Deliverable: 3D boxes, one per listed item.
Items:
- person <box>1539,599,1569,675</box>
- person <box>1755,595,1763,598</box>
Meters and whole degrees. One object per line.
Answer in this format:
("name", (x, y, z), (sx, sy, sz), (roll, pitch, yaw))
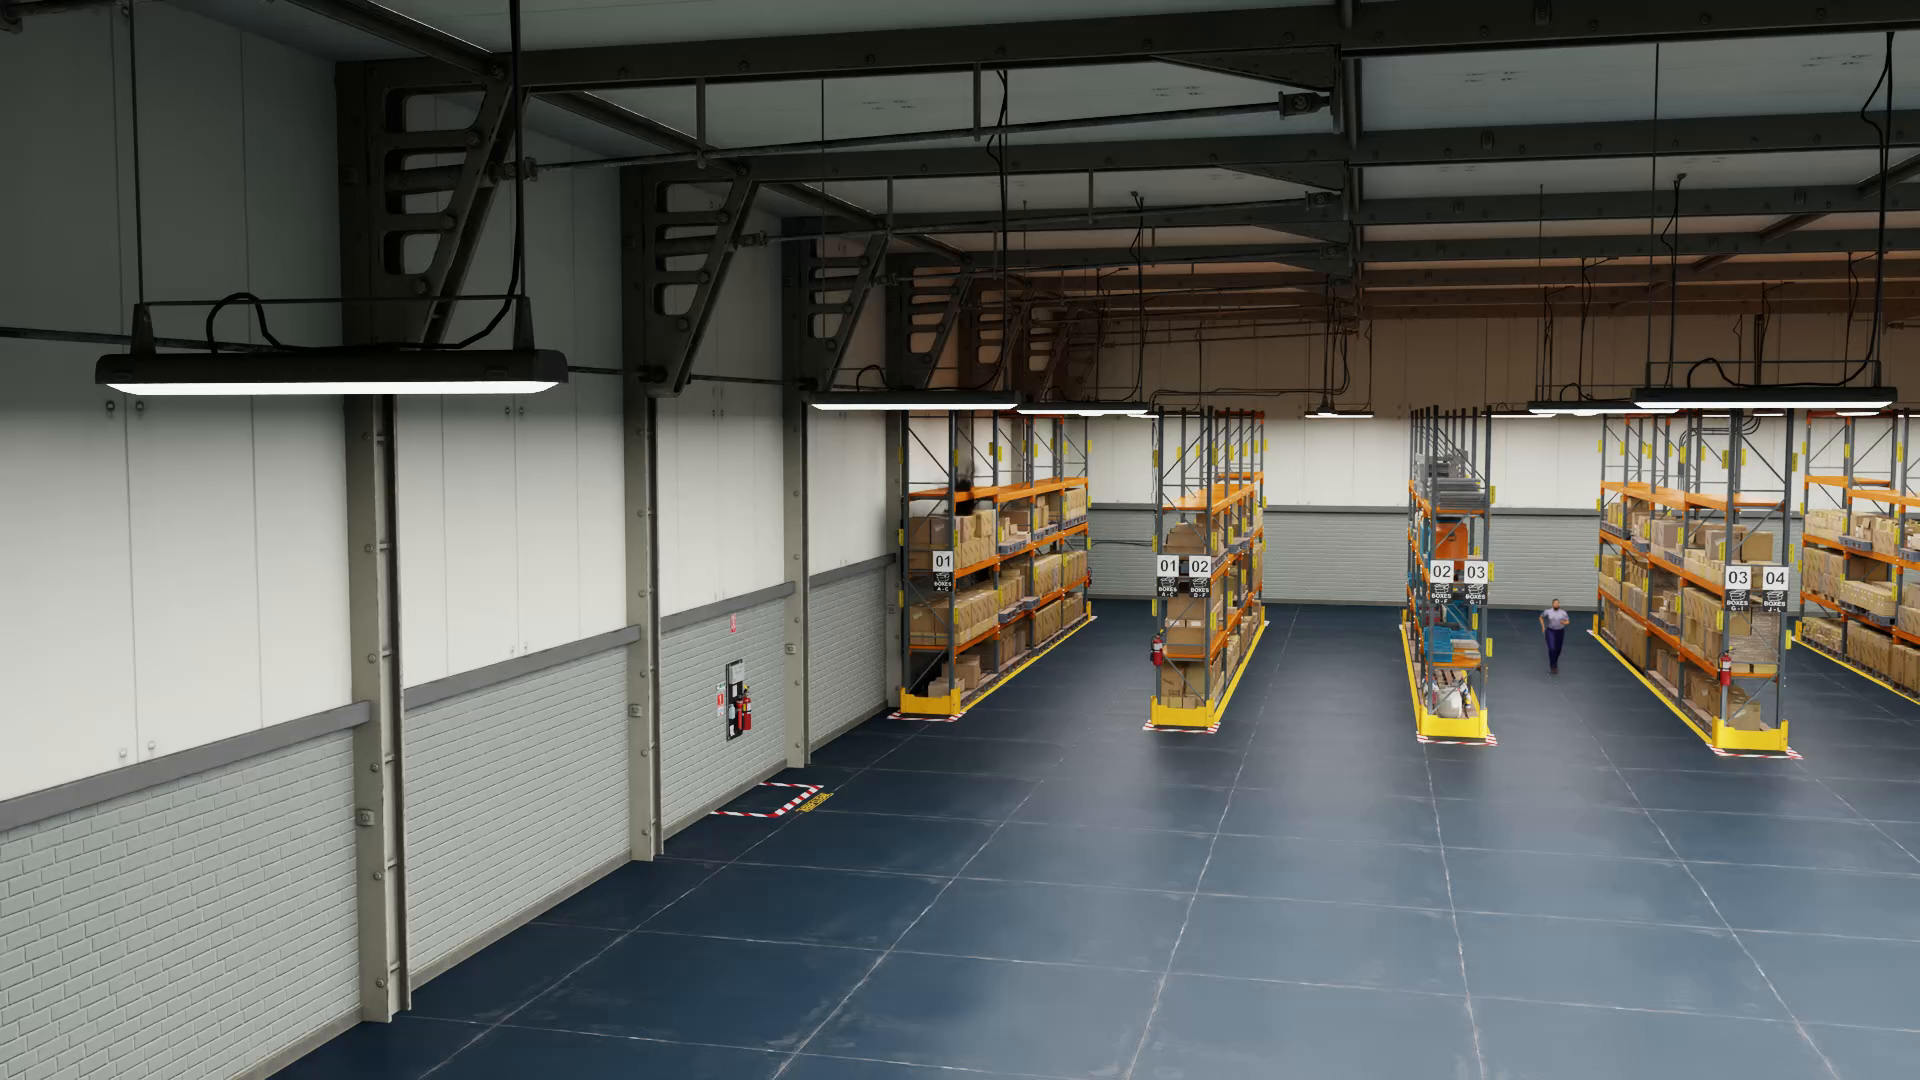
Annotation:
("person", (13.555, 2.170, 37.884), (0.594, 1.671, 0.895), (0, 4, 2))
("person", (21.109, 1.720, 44.313), (1.174, 1.634, 0.771), (-1, 4, -15))
